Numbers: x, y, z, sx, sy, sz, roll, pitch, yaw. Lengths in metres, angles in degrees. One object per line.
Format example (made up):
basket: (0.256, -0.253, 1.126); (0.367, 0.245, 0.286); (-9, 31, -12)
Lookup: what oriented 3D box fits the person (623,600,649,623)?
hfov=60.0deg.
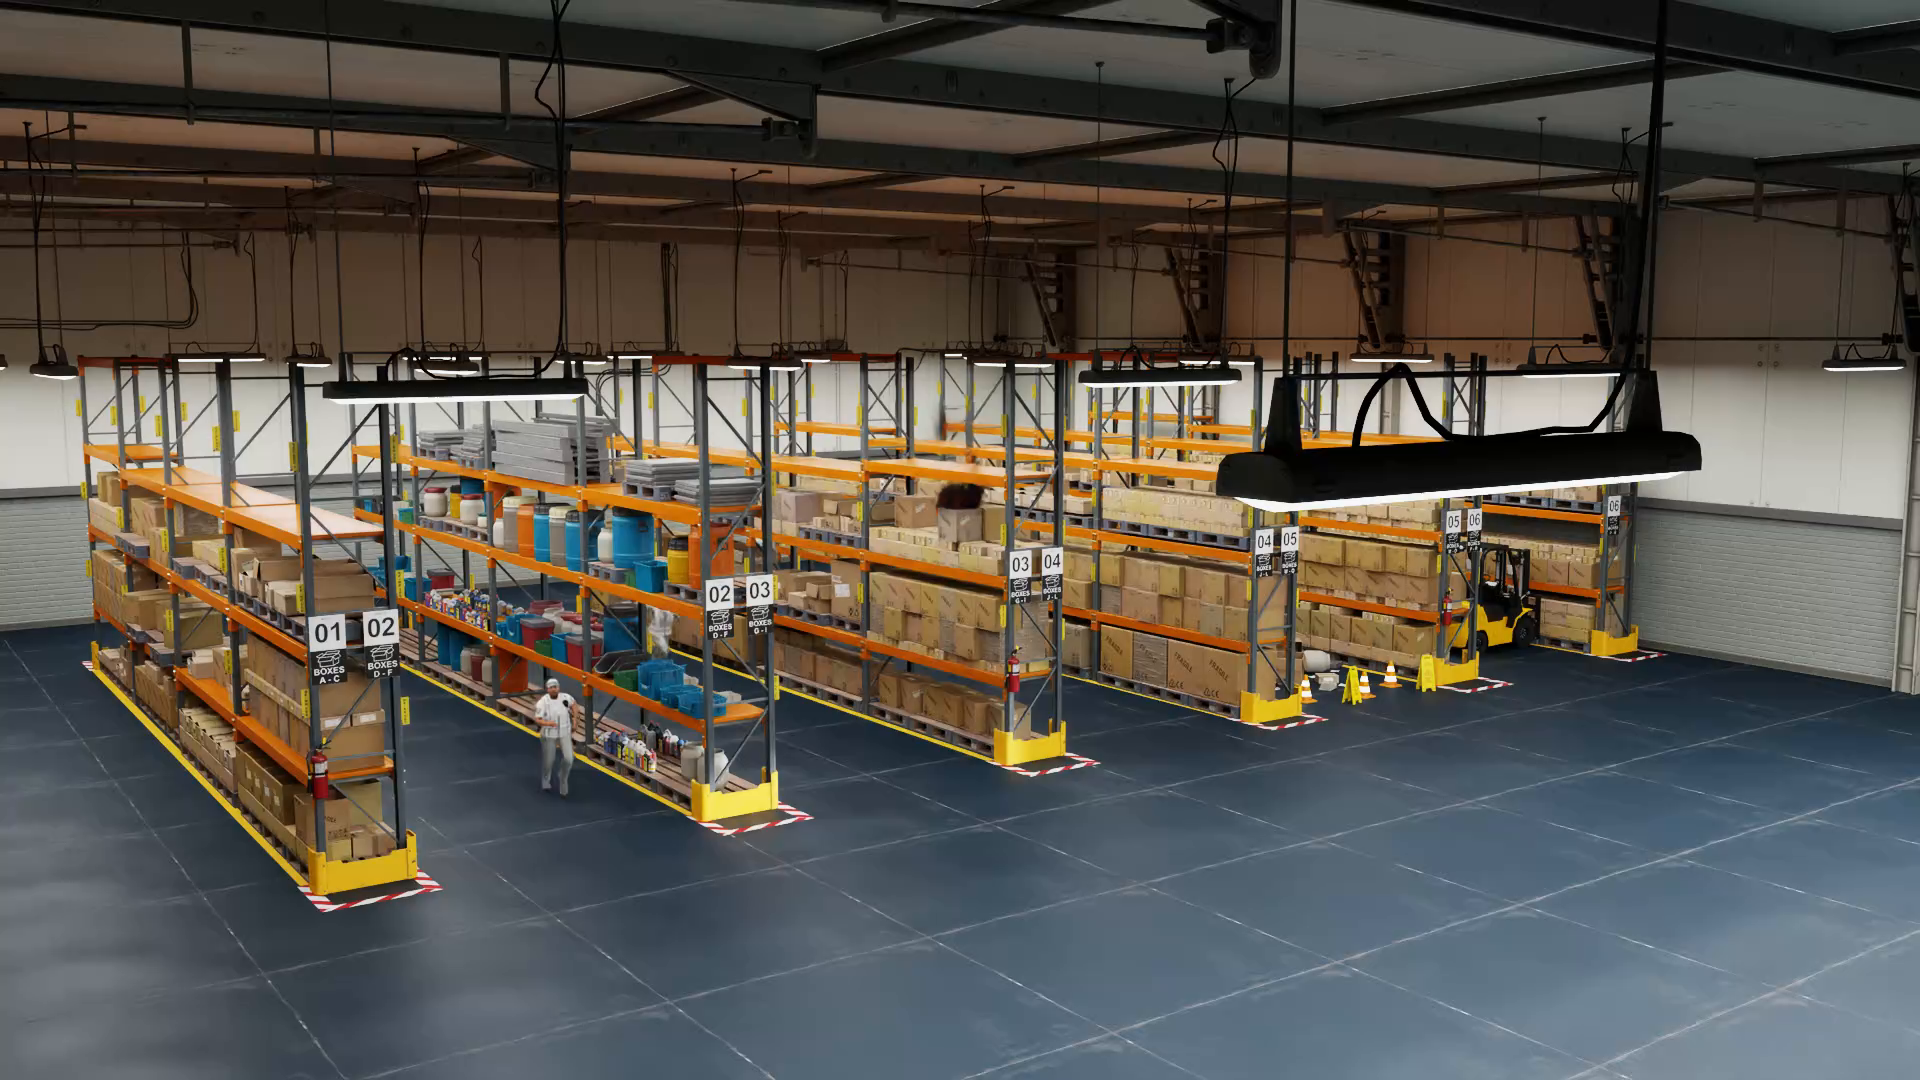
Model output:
person: (-6.139, 1.717, 31.478); (0.595, 1.602, 0.544); (-4, 8, -32)

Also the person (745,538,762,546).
person: (-5.185, 0.482, 41.457); (0.544, 1.635, 0.610); (1, 7, 12)

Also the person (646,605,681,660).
person: (-5.527, 1.765, 30.594); (0.662, 1.775, 0.965); (-7, 9, -43)

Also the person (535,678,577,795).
person: (-5.588, 2.723, 23.075); (0.615, 1.638, 0.832); (-3, 7, -22)
